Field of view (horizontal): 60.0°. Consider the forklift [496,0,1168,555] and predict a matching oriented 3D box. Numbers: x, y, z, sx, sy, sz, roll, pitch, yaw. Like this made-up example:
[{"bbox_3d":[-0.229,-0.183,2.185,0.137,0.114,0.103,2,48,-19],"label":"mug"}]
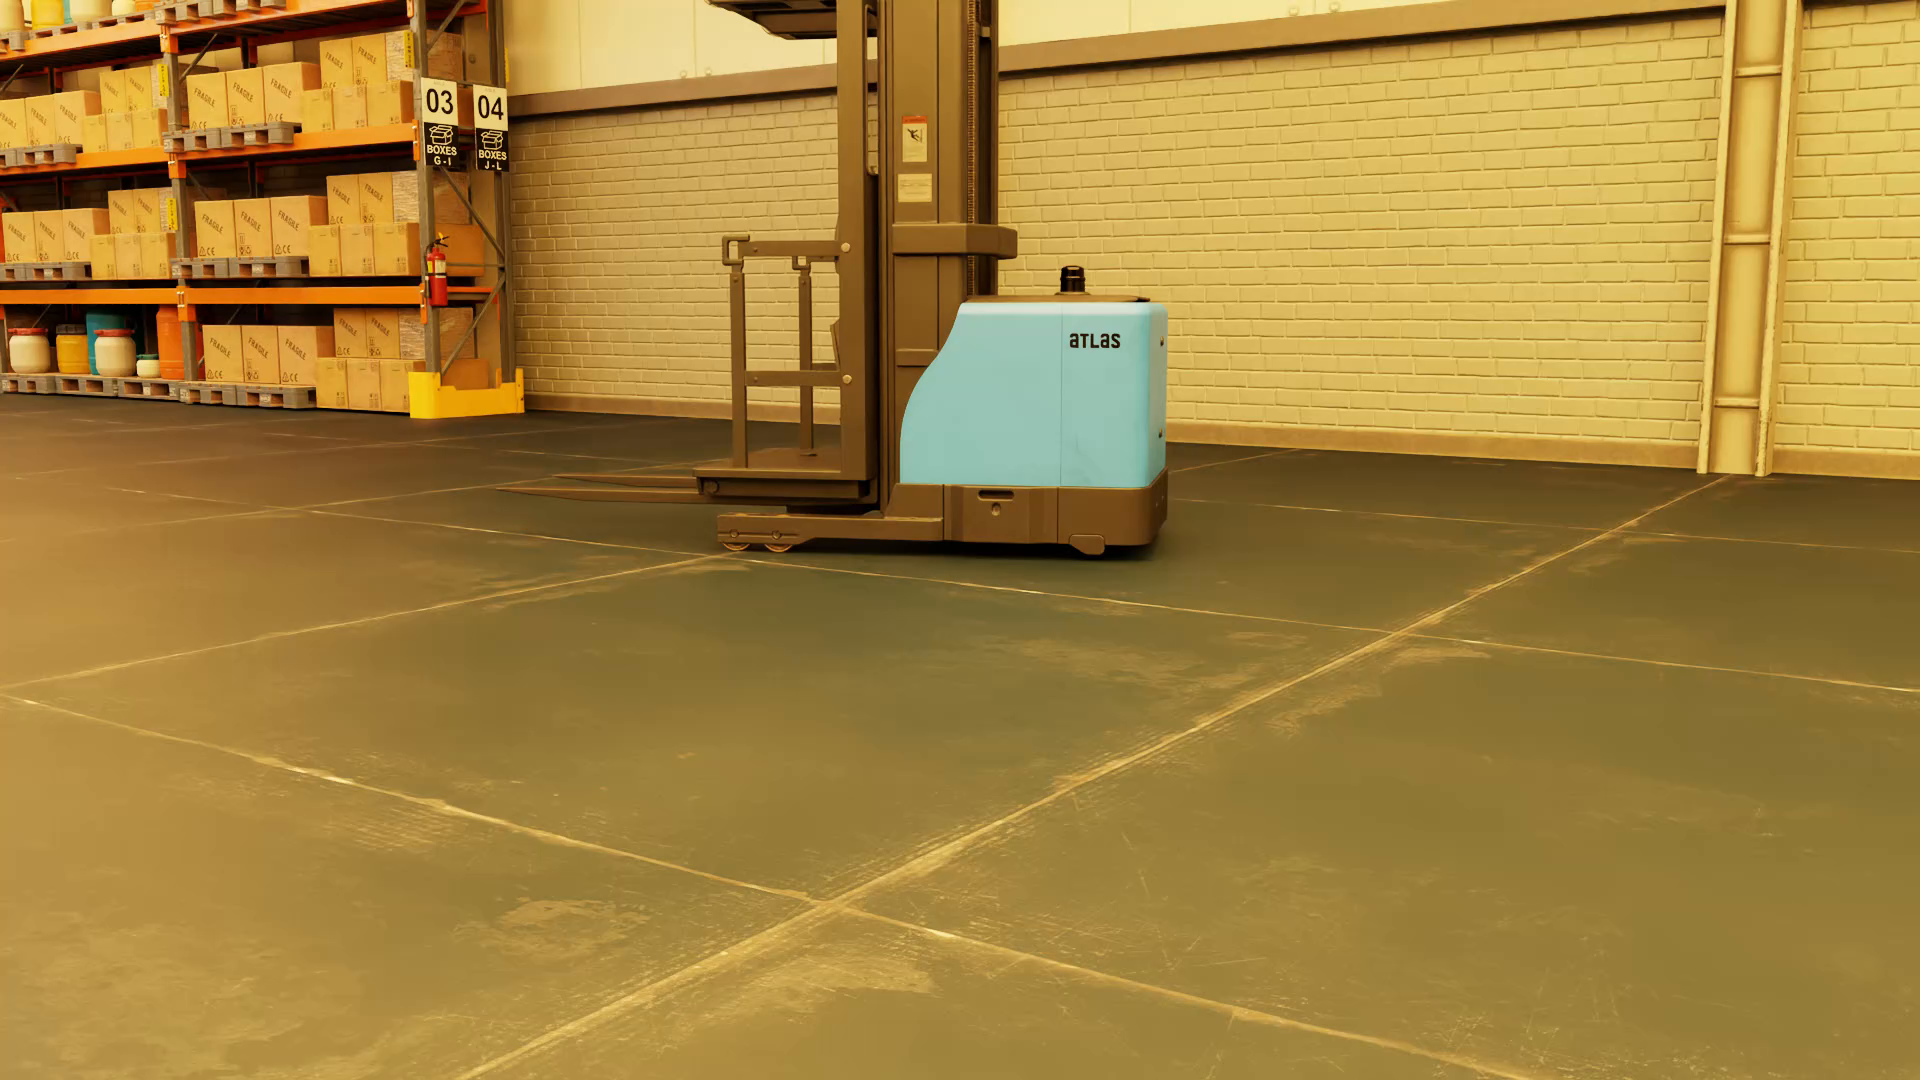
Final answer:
[{"bbox_3d":[-0.596,-1.469,7.520,3.031,2.935,1.130,2,8,12],"label":"forklift"}]
